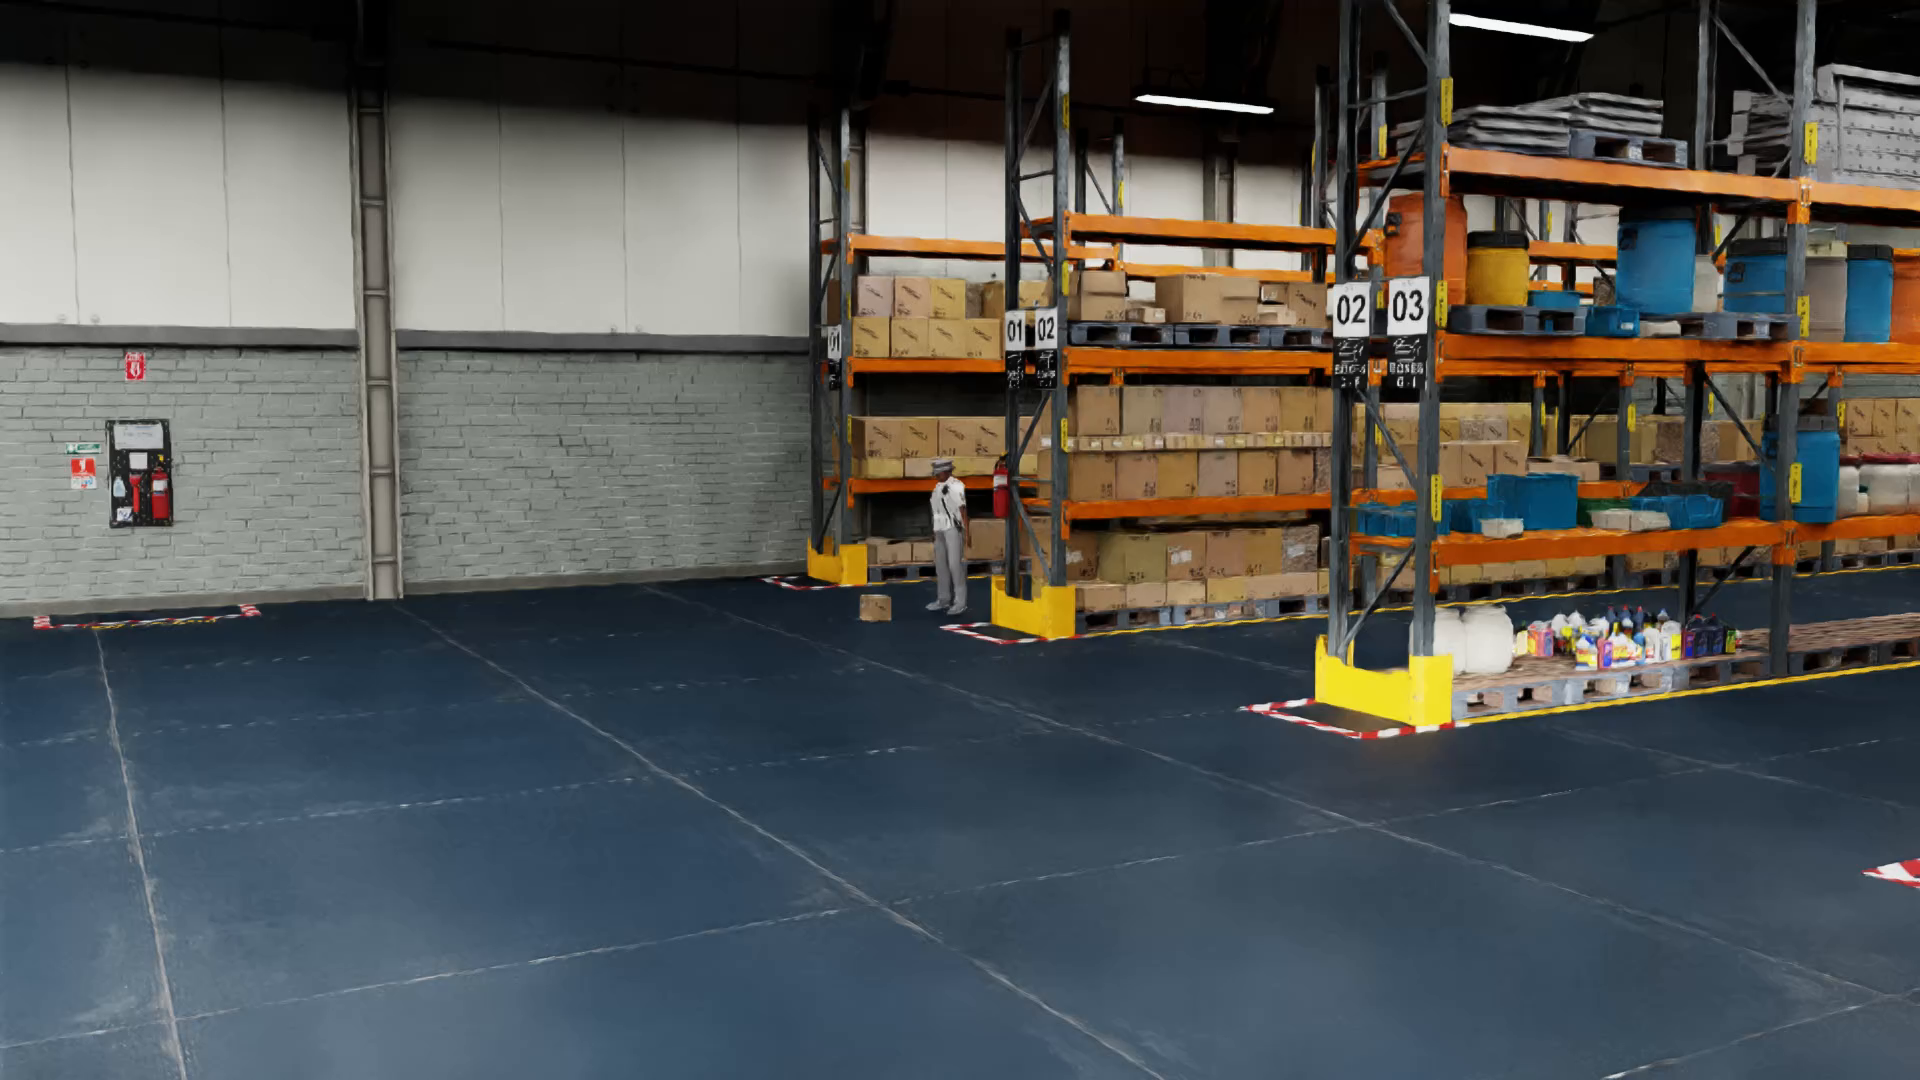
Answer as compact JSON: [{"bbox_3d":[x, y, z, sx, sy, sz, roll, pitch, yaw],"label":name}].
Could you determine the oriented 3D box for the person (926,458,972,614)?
[{"bbox_3d":[-0.127,-0.052,17.917,0.442,1.654,0.649,-4,7,-38],"label":"person"}]
